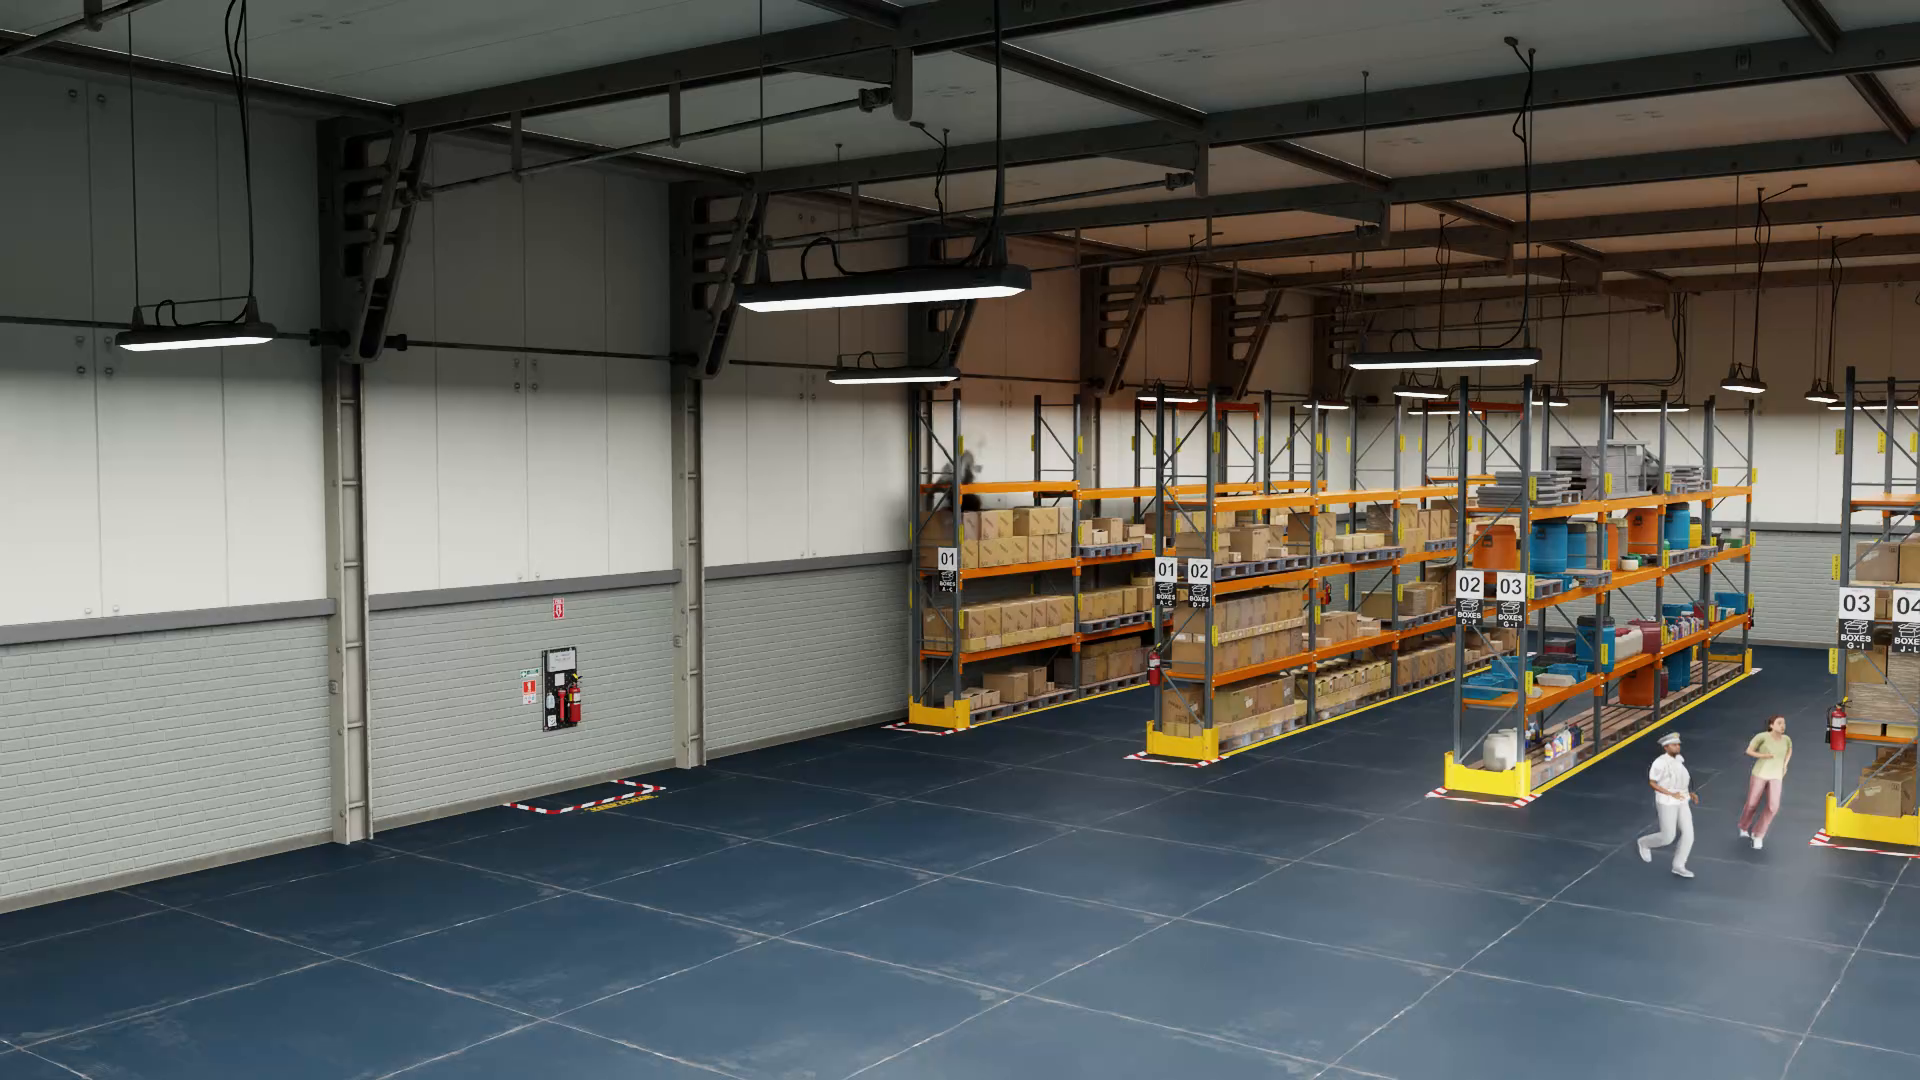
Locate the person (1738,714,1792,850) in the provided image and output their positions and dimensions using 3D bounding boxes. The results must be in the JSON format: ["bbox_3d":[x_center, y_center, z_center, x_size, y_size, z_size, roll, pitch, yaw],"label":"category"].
[{"bbox_3d":[10.138,2.997,20.823,0.586,1.681,0.687,1,3,12],"label":"person"}]

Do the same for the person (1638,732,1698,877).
[{"bbox_3d":[8.304,3.062,19.438,0.555,1.654,0.681,-1,4,-23],"label":"person"}]
